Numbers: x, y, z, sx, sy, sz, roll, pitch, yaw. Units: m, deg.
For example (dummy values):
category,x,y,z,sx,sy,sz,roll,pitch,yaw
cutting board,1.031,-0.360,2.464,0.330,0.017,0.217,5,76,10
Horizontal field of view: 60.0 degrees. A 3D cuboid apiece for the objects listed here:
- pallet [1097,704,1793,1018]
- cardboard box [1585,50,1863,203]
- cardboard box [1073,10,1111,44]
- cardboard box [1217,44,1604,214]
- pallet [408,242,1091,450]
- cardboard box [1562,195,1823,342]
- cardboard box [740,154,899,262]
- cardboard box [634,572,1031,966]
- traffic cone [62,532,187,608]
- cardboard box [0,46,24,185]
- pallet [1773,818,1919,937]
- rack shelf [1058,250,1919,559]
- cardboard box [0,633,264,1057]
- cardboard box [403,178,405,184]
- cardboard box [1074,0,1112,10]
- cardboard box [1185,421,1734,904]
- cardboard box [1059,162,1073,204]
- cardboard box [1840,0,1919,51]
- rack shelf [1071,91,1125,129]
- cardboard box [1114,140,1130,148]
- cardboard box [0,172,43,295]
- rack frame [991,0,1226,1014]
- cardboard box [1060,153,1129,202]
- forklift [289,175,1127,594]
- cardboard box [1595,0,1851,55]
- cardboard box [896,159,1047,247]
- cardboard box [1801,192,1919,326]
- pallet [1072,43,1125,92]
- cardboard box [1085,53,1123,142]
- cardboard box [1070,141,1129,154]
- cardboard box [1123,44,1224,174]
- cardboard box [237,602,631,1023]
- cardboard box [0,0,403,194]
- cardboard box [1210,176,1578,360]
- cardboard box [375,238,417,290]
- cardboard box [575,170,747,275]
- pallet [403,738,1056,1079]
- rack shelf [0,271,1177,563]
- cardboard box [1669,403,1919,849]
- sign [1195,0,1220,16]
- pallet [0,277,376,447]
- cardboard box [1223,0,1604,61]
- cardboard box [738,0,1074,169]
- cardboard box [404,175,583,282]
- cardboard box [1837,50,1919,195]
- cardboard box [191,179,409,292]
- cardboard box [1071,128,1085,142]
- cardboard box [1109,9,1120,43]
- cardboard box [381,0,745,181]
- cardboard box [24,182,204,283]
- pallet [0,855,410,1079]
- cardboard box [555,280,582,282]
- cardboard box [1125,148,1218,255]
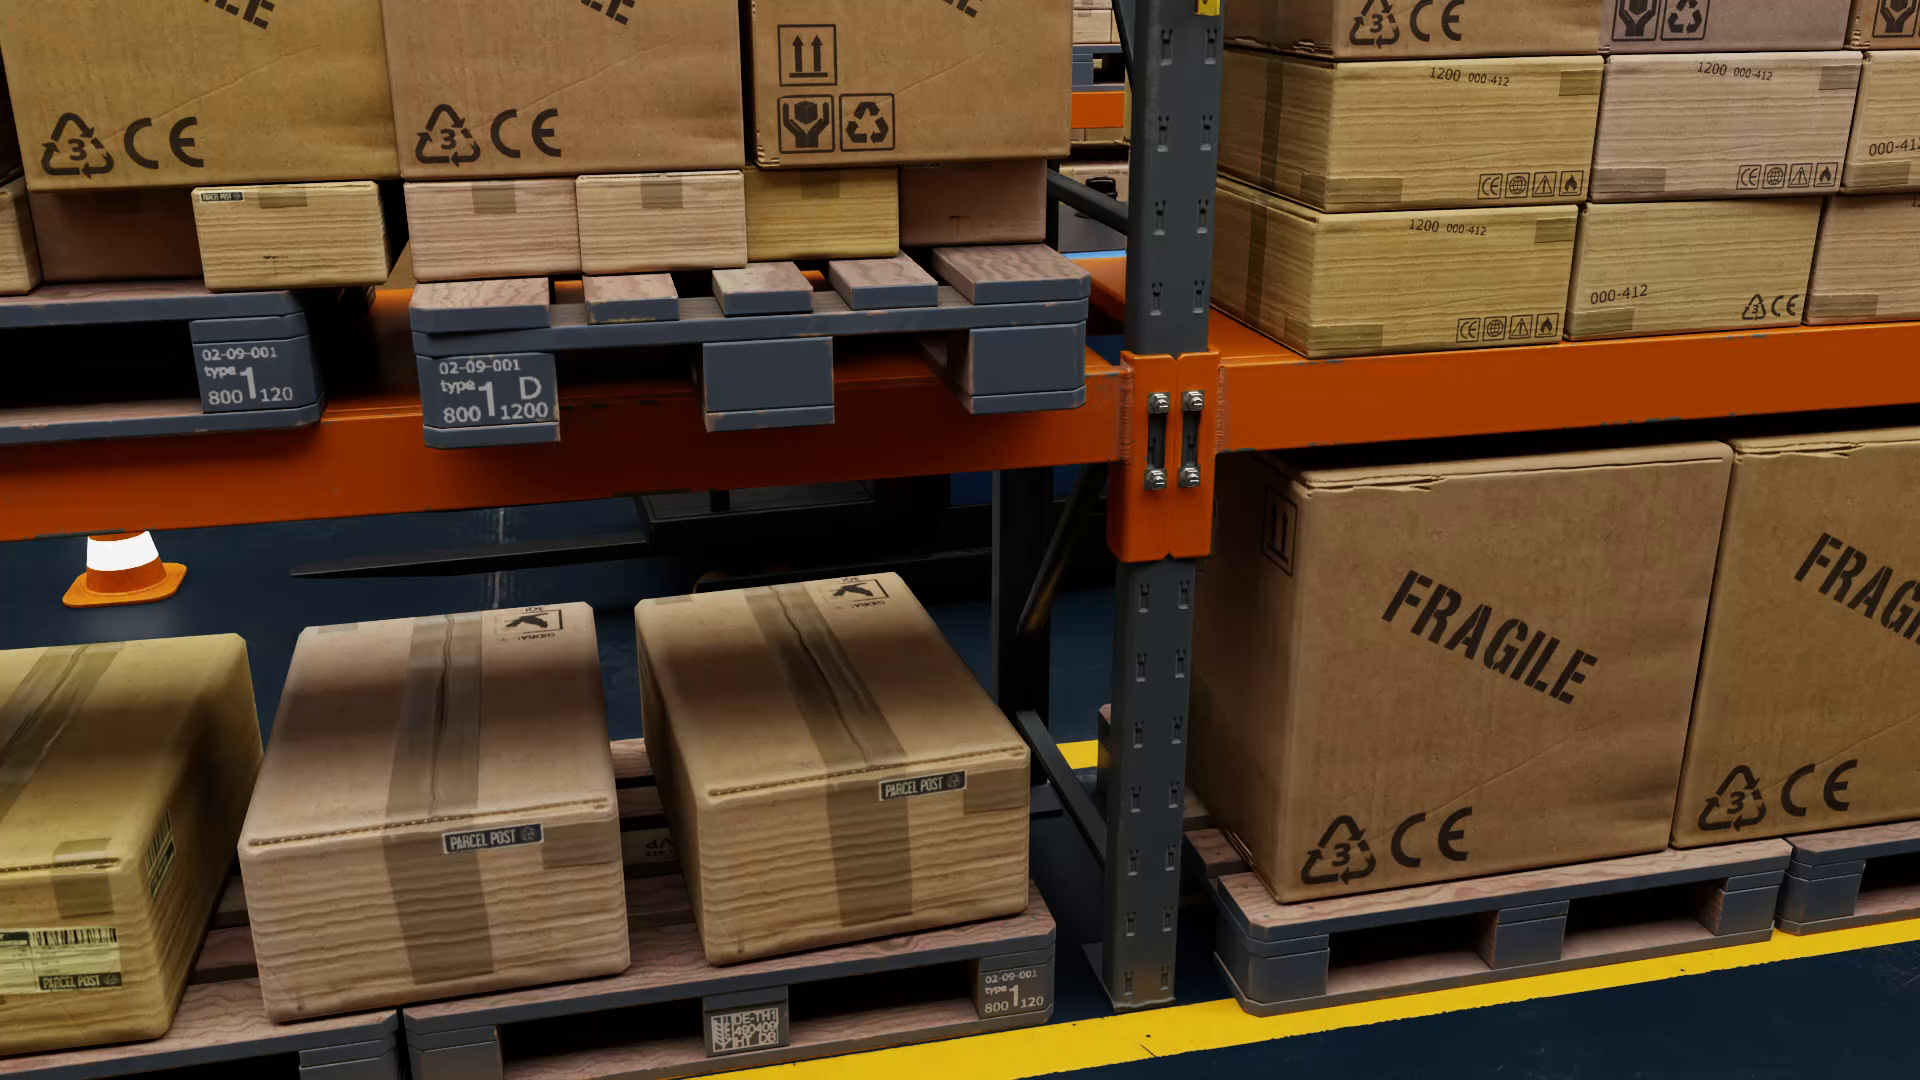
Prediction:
category,x,y,z,sx,sy,sz,roll,pitch,yaw
pallet,1.035,0.624,3.804,1.213,0.211,1.003,-5,21,-12
cardboard box,1.303,-0.811,3.158,0.500,0.250,0.500,-4,21,-11
cardboard box,0.539,-2.431,7.844,0.250,0.149,0.380,-4,20,-11
cardboard box,0.800,-0.770,3.047,0.500,0.250,0.500,-5,21,-13
pallet,-0.419,-0.466,3.005,1.003,0.211,1.213,-5,21,-12
cardboard box,1.280,-0.579,3.252,0.500,0.250,0.500,-5,21,-14
cardboard box,-0.259,-0.577,2.784,0.250,0.149,0.380,-4,21,-12
cardboard box,-0.302,0.430,3.490,0.625,0.372,0.950,-6,21,-16
traffic cone,-2.706,-0.065,5.319,0.334,0.463,0.336,-5,21,-12
cardboard box,-1.651,-0.775,2.381,0.500,0.500,0.500,-6,21,-15
pallet,2.220,0.529,4.065,1.213,0.211,1.003,-5,21,-12
rack shelf,2.196,-0.469,3.779,4.000,0.370,1.077,-5,21,-12
cardboard box,-1.758,0.549,3.165,0.625,0.372,0.950,-4,20,-11
cardboard box,-0.941,-0.732,3.206,0.250,0.149,0.380,-5,21,-12
cardboard box,0.540,-2.571,7.794,0.250,0.149,0.380,-5,21,-12
cardboard box,0.941,0.125,3.590,0.875,0.875,0.875,-5,21,-13
cardboard box,0.233,-1.686,7.991,0.500,0.250,0.500,-5,21,-13
cardboard box,1.774,-1.200,3.131,0.500,0.500,0.500,-4,21,-11
rack shelf,0.959,-2.118,8.281,4.000,0.370,1.077,-5,21,-12
cardboard box,1.111,-1.937,8.676,0.500,0.250,0.500,-4,20,-10
cardboard box,-1.504,-0.474,2.501,0.250,0.149,0.380,-5,21,-14
rack frame,0.250,-0.648,3.223,0.127,3.000,1.000,-5,21,-12
cardboard box,0.718,-1.721,8.086,0.500,0.250,0.500,-4,21,-12
forklift,-0.606,-1.316,5.147,3.031,2.935,1.130,-6,21,-15
cardboard box,1.267,-1.164,3.033,0.500,0.500,0.500,-5,21,-12
cardboard box,-0.015,-0.623,2.908,0.250,0.149,0.380,-4,20,-10
cardboard box,1.792,-0.618,3.360,0.500,0.250,0.500,-4,20,-11
pallet,0.930,-2.377,8.223,1.213,0.211,1.003,-5,21,-12
cardboard box,1.244,-3.424,13.280,0.875,0.875,1.225,-5,21,-12
cardboard box,0.605,-1.893,8.555,0.500,0.250,0.500,-4,21,-11
cardboard box,0.663,-0.936,3.500,0.500,0.250,0.500,-5,21,-13
cardboard box,-1.018,0.491,3.323,0.625,0.372,0.950,-5,21,-14
cardboard box,-1.120,-0.818,2.499,0.500,0.500,0.500,-6,21,-16
cardboard box,0.784,-0.532,3.125,0.500,0.250,0.500,-5,21,-13
cardboard box,-2.451,-1.350,7.798,0.750,0.750,1.050,-4,21,-12
cardboard box,-0.494,-0.542,2.689,0.250,0.149,0.380,-5,21,-13
pallet,-0.511,0.722,3.535,1.213,0.211,1.003,-5,21,-12
rack shelf,-1.696,-0.152,2.915,4.000,0.370,1.077,-5,21,-12
cardboard box,1.810,0.056,3.779,0.875,0.875,0.875,-4,21,-12
sign,0.384,-0.974,2.544,0.005,0.325,0.100,-5,21,-12
pallet,-1.667,-0.388,2.791,1.213,0.211,1.003,-5,21,-12
cardboard box,0.786,-1.122,2.917,0.500,0.500,0.500,-5,21,-14
cardboard box,-0.128,-0.903,2.730,0.500,0.500,0.500,-5,21,-14
cardboard box,-0.741,-0.525,2.642,0.250,0.149,0.380,-6,21,-15
cardboard box,1.791,-0.846,3.254,0.500,0.250,0.500,-5,21,-13
cardboard box,-1.005,-0.499,2.570,0.250,0.149,0.380,-4,21,-12
cardboard box,0.375,-3.353,13.086,0.875,0.875,1.225,-5,21,-14
cardboard box,0.784,-2.450,7.896,0.250,0.149,0.380,-4,21,-12
cardboard box,-0.629,-0.858,2.609,0.500,0.500,0.500,-5,21,-13
cardboard box,-1.279,-0.521,2.630,0.250,0.149,0.380,-4,21,-12
pallet,-1.696,0.818,3.275,1.213,0.211,1.003,-5,21,-12
cardboard box,-1.601,-1.420,7.990,0.750,0.750,1.050,-5,21,-13
cardboard box,0.683,-0.705,3.596,0.500,0.250,0.500,-5,21,-14
